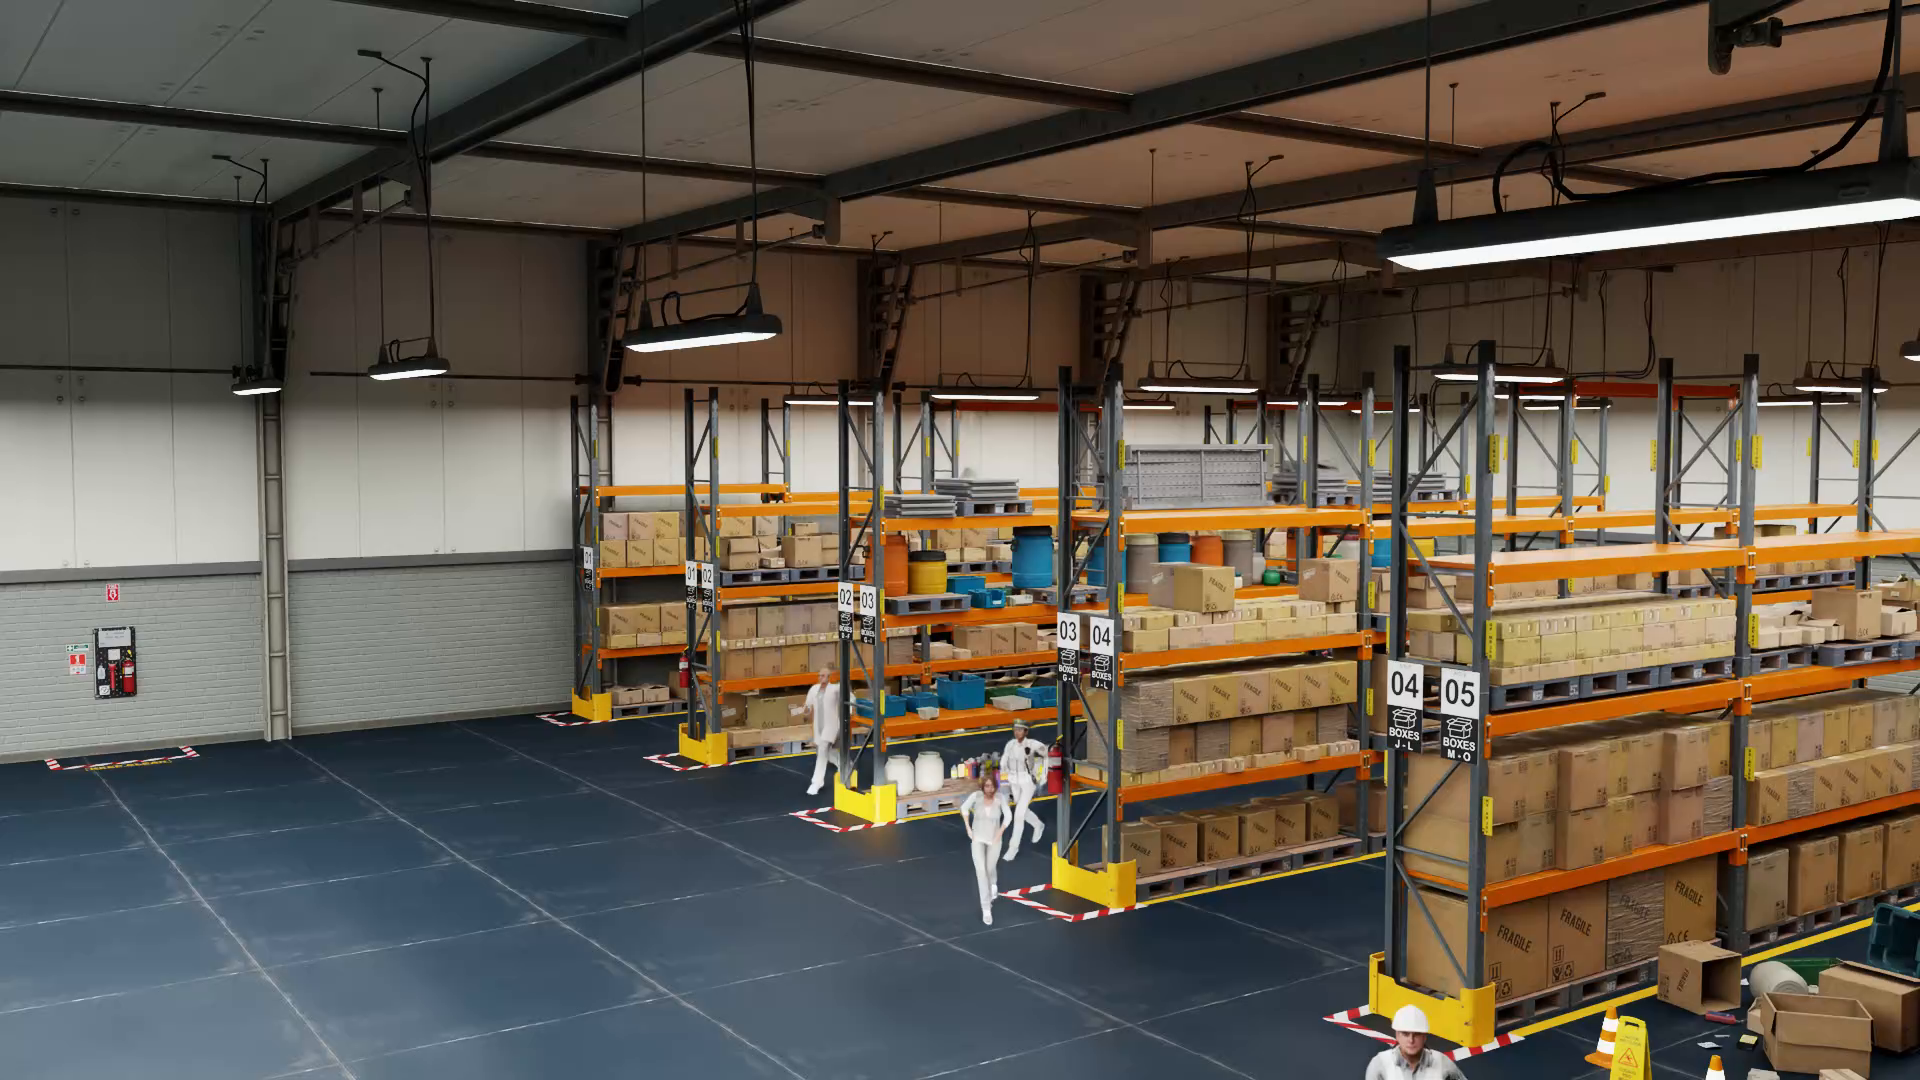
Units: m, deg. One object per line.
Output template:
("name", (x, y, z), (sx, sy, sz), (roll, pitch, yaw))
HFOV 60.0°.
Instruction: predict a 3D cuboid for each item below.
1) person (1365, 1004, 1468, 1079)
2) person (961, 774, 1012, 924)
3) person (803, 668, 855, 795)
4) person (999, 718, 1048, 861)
("person", (2.723, 3.682, 9.991), (0.621, 1.795, 0.803), (1, 4, 18))
("person", (0.291, 3.286, 18.138), (0.557, 1.569, 0.944), (0, 3, 2))
("person", (-1.968, 2.792, 24.656), (0.740, 1.809, 1.069), (2, 4, 30))
("person", (0.801, 3.065, 20.776), (0.641, 1.717, 0.943), (2, 4, 33))
